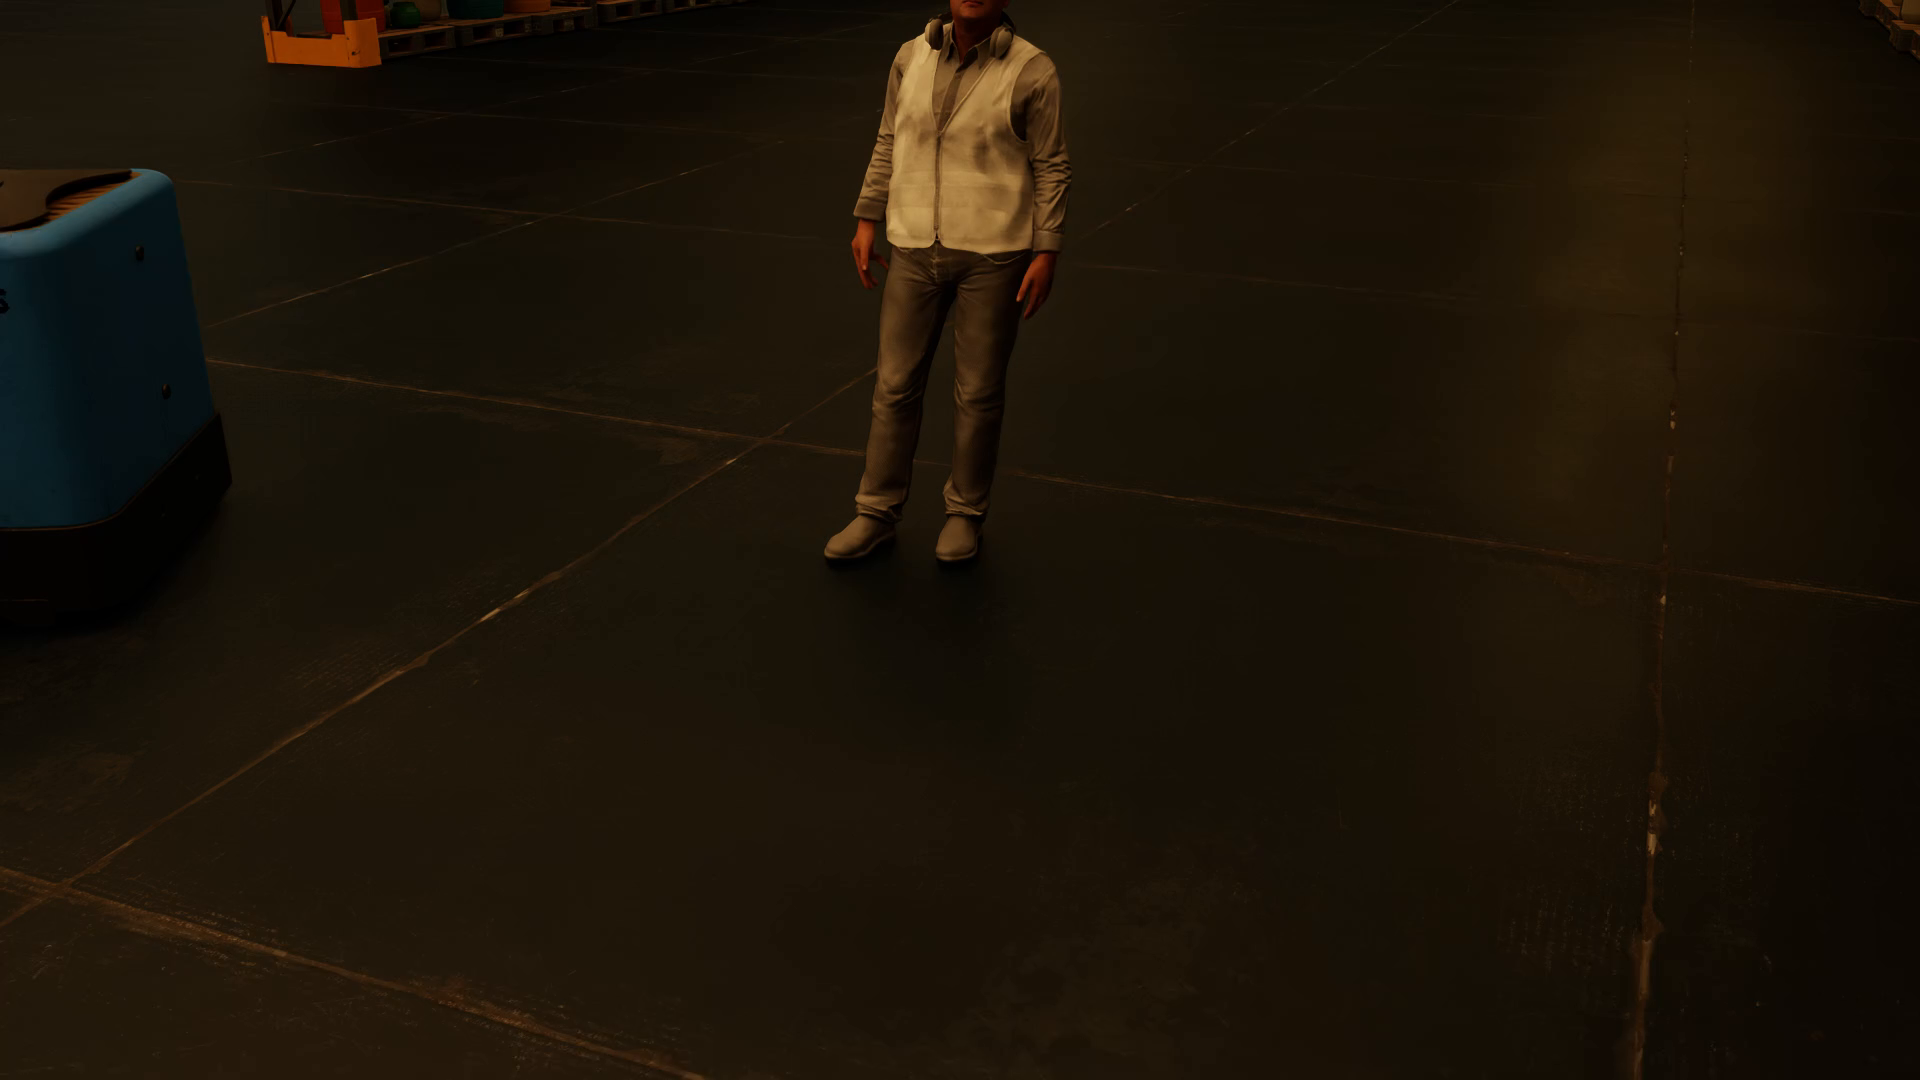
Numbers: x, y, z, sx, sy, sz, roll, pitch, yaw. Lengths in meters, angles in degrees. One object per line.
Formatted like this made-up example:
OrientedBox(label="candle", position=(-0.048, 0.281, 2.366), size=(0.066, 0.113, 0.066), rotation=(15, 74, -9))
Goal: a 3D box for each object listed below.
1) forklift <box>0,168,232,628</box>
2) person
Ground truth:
OrientedBox(label="forklift", position=(-3.800, -1.242, 4.263), size=(3.031, 2.935, 1.130), rotation=(-2, 23, -5))
OrientedBox(label="person", position=(-0.031, -0.804, 4.697), size=(0.634, 1.775, 0.566), rotation=(9, 24, 21))
